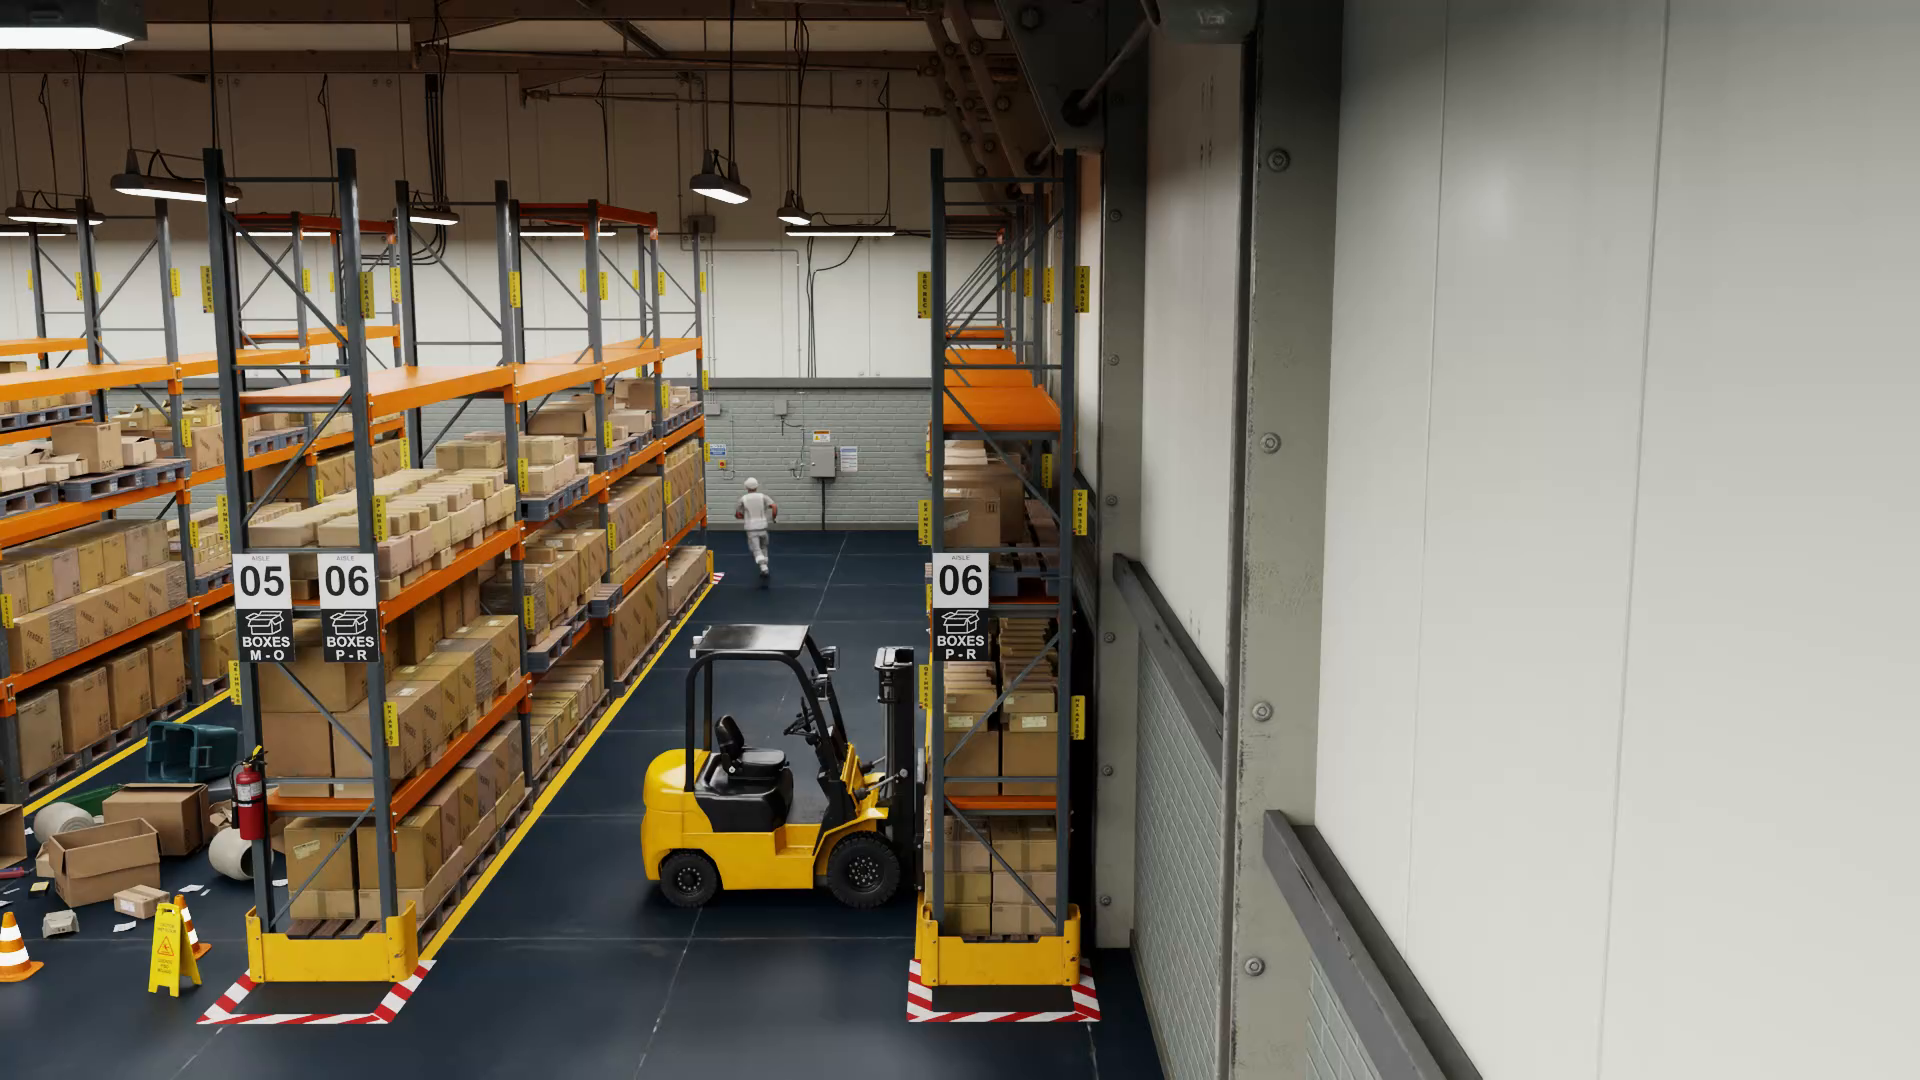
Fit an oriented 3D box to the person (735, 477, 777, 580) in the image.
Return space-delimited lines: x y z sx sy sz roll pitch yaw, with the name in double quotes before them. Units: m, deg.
"person" -3.418 -0.151 27.876 0.702 1.802 0.928 -3 10 -18
